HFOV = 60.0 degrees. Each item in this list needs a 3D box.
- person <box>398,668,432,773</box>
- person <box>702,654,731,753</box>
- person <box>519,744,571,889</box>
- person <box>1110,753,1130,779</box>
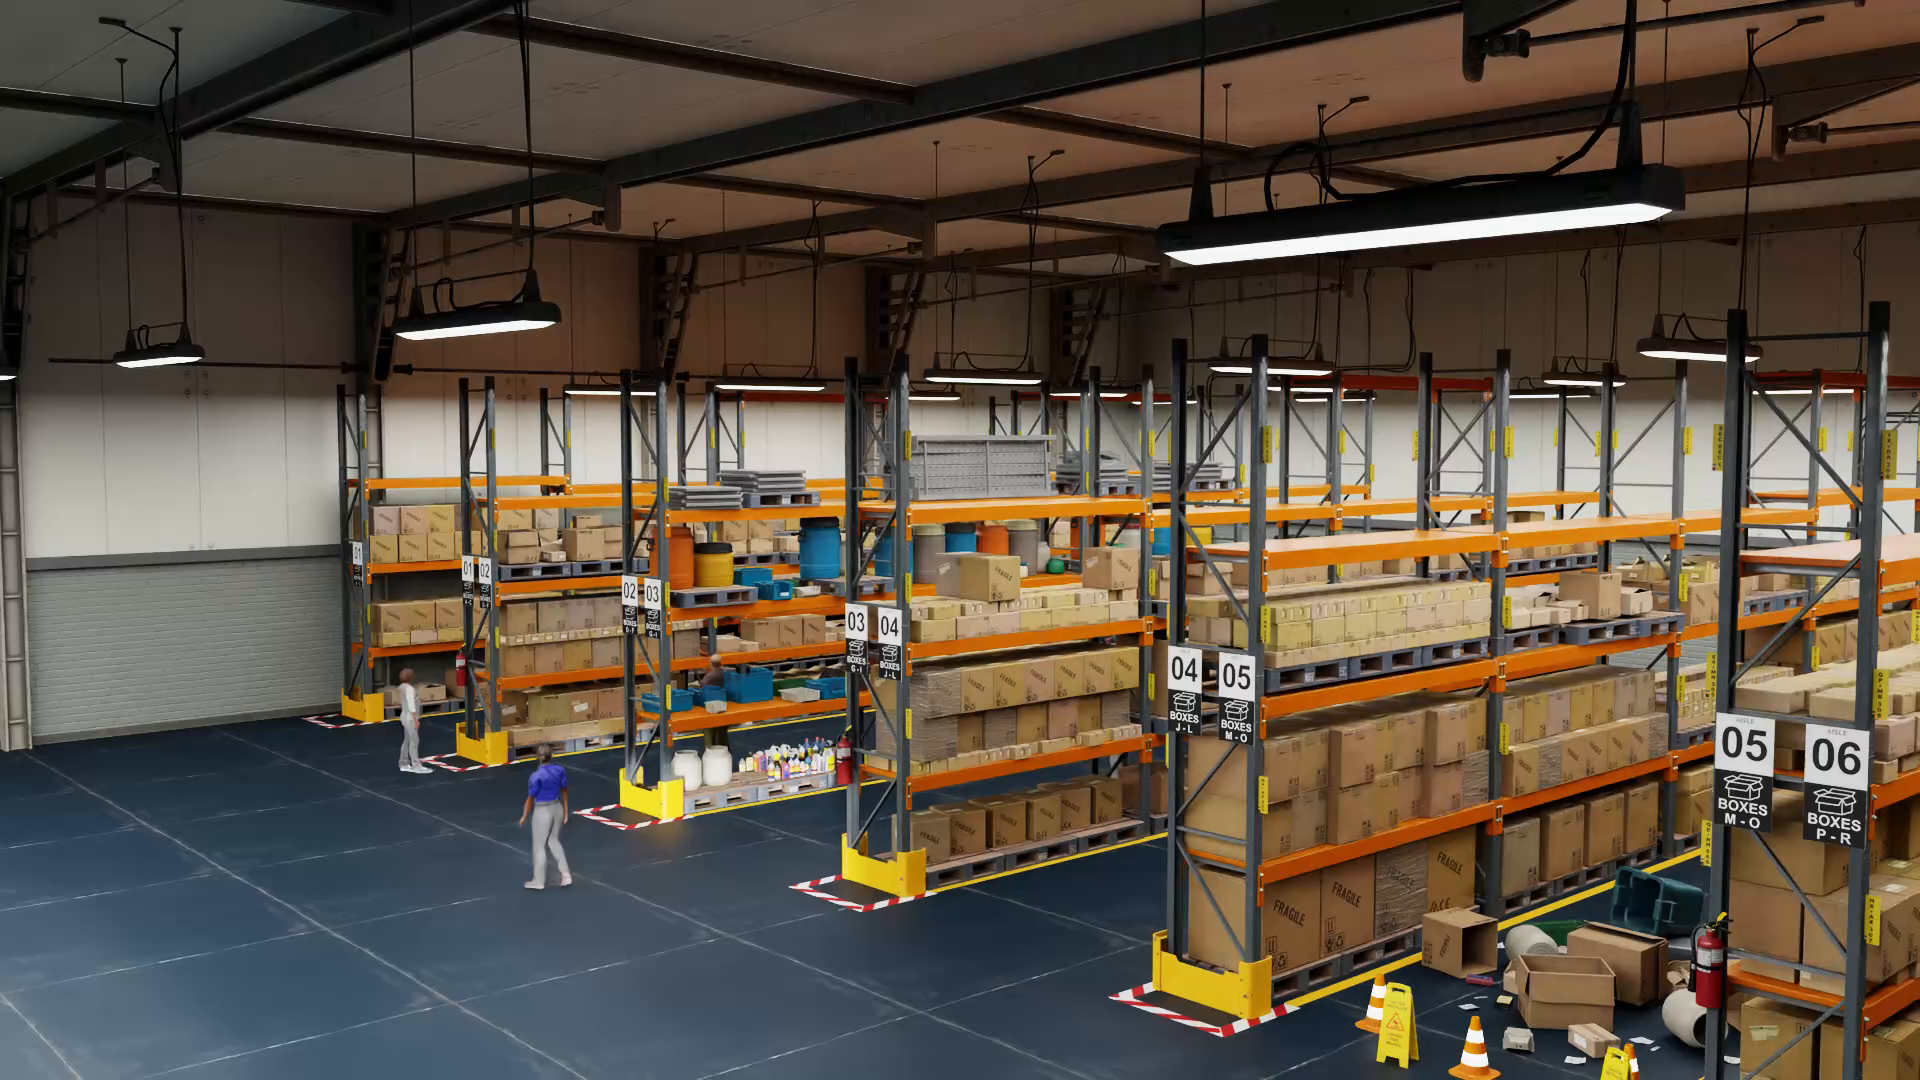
[{"bbox_3d":[-8.232,2.722,25.132,0.503,1.591,0.390,-1,4,-8],"label":"person"},{"bbox_3d":[-3.686,2.603,25.180,0.346,1.654,0.631,3,5,41],"label":"person"},{"bbox_3d":[-4.679,3.147,18.742,0.512,1.596,0.519,2,4,33],"label":"person"},{"bbox_3d":[2.253,2.769,23.665,0.371,1.675,0.480,2,4,32],"label":"person"}]
